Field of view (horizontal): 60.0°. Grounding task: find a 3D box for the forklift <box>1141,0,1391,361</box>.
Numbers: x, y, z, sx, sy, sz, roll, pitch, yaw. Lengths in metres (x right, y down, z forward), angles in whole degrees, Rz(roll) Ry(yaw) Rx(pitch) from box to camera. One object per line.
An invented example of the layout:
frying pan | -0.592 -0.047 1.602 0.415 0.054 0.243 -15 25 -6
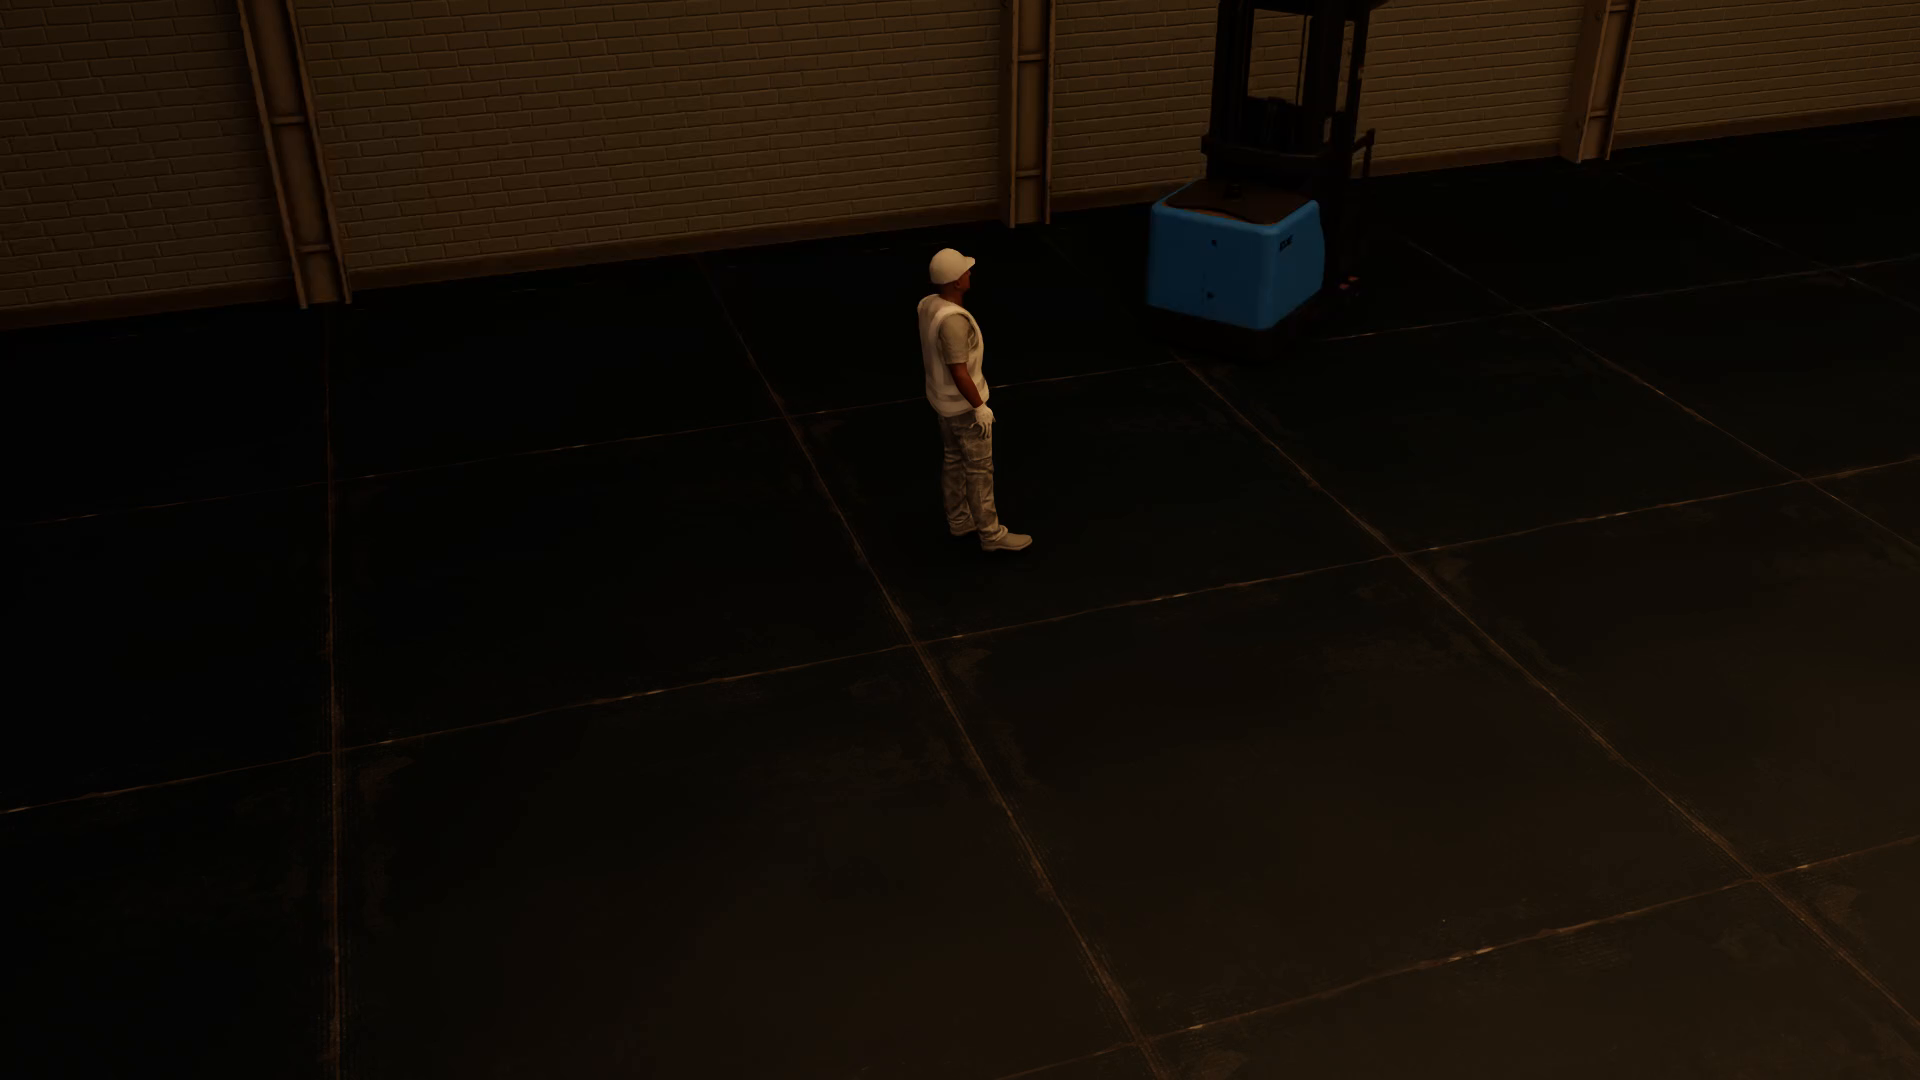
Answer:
forklift | 2.599 -3.267 12.765 1.130 2.935 3.031 18 35 28

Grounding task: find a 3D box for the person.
person | 0.071 -0.821 9.570 0.577 1.781 0.656 -10 31 -16
